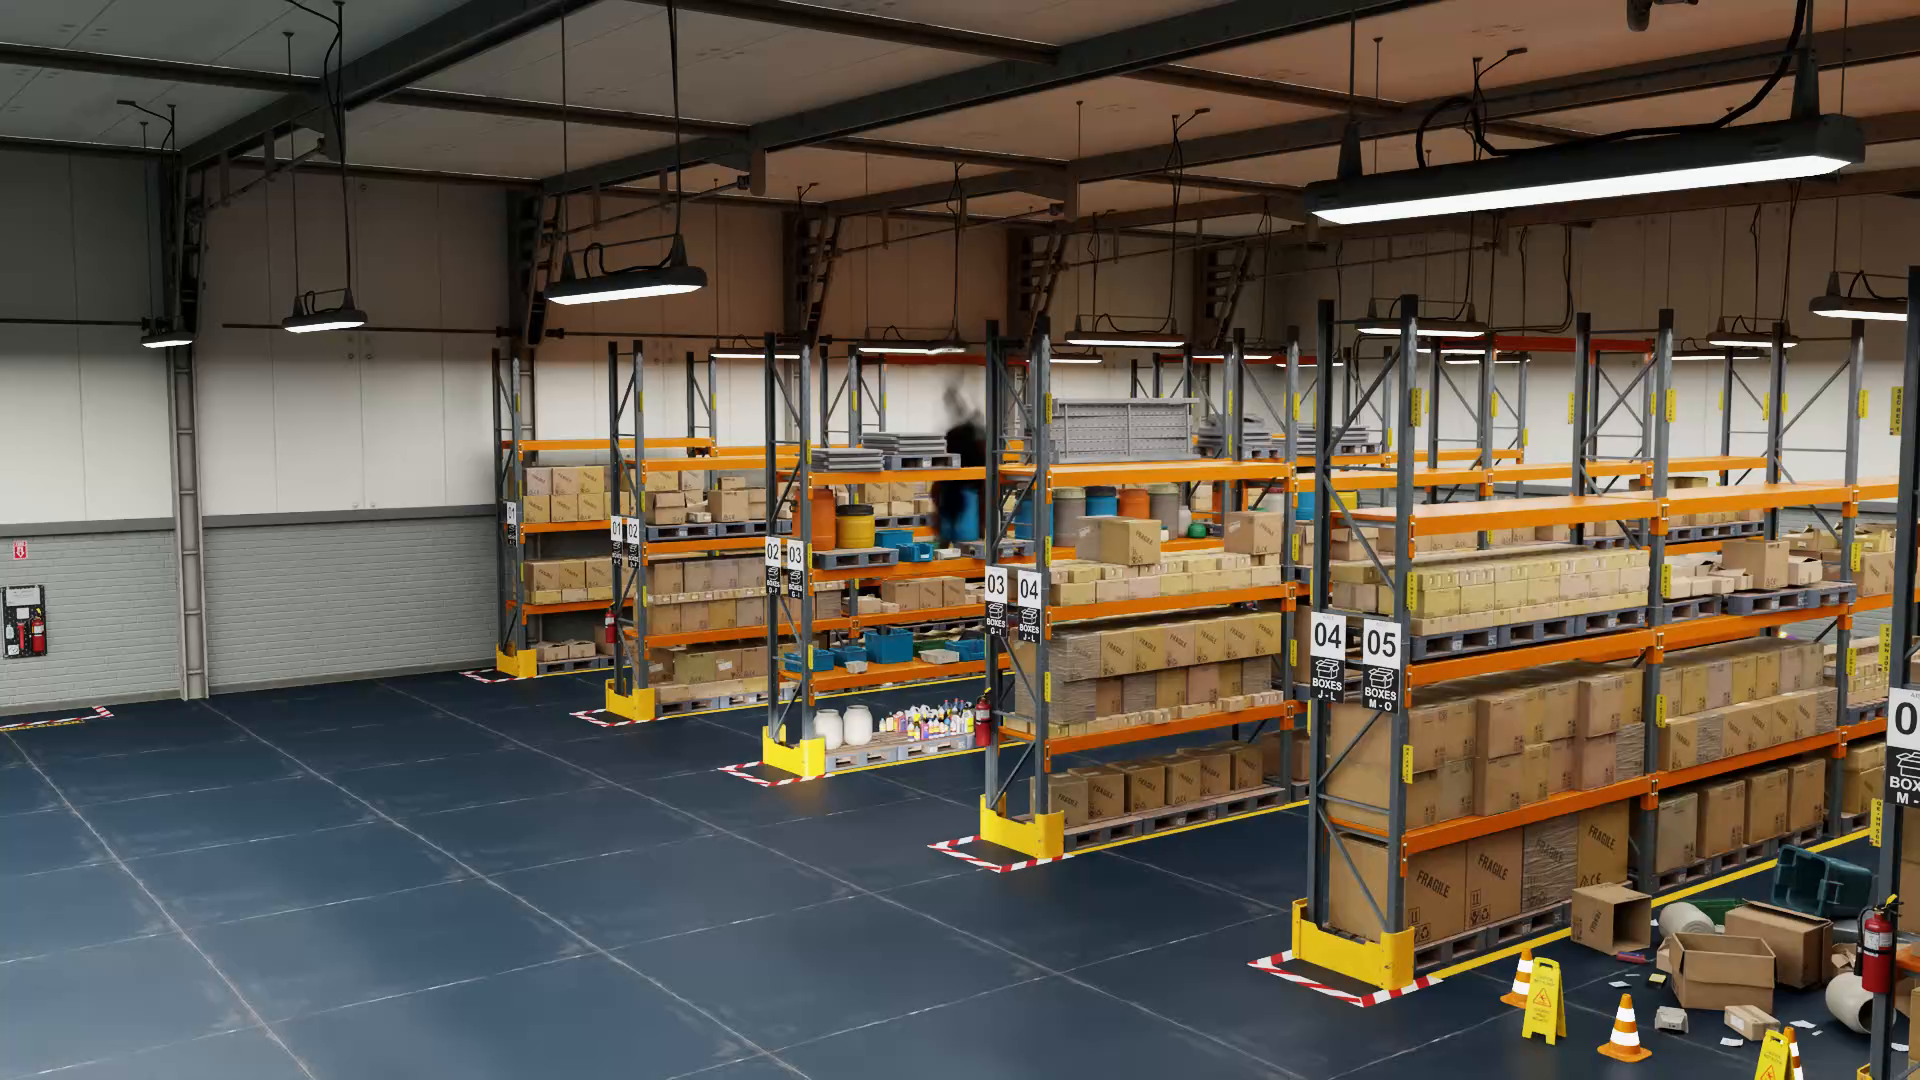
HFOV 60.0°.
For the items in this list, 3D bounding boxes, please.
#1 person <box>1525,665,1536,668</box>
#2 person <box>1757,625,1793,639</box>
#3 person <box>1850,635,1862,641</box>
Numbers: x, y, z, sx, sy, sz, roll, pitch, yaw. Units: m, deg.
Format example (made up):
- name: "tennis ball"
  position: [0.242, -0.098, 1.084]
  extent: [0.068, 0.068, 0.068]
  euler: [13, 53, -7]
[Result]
- name: "person"
  position: [7.489, 2.507, 21.636]
  extent: [0.736, 1.555, 1.017]
  euler: [5, 7, 44]
- name: "person"
  position: [12.483, 2.013, 25.580]
  extent: [0.693, 1.776, 0.946]
  euler: [5, 7, 44]
- name: "person"
  position: [12.969, 2.216, 24.062]
  extent: [0.933, 1.702, 0.623]
  euler: [-4, 6, -35]
